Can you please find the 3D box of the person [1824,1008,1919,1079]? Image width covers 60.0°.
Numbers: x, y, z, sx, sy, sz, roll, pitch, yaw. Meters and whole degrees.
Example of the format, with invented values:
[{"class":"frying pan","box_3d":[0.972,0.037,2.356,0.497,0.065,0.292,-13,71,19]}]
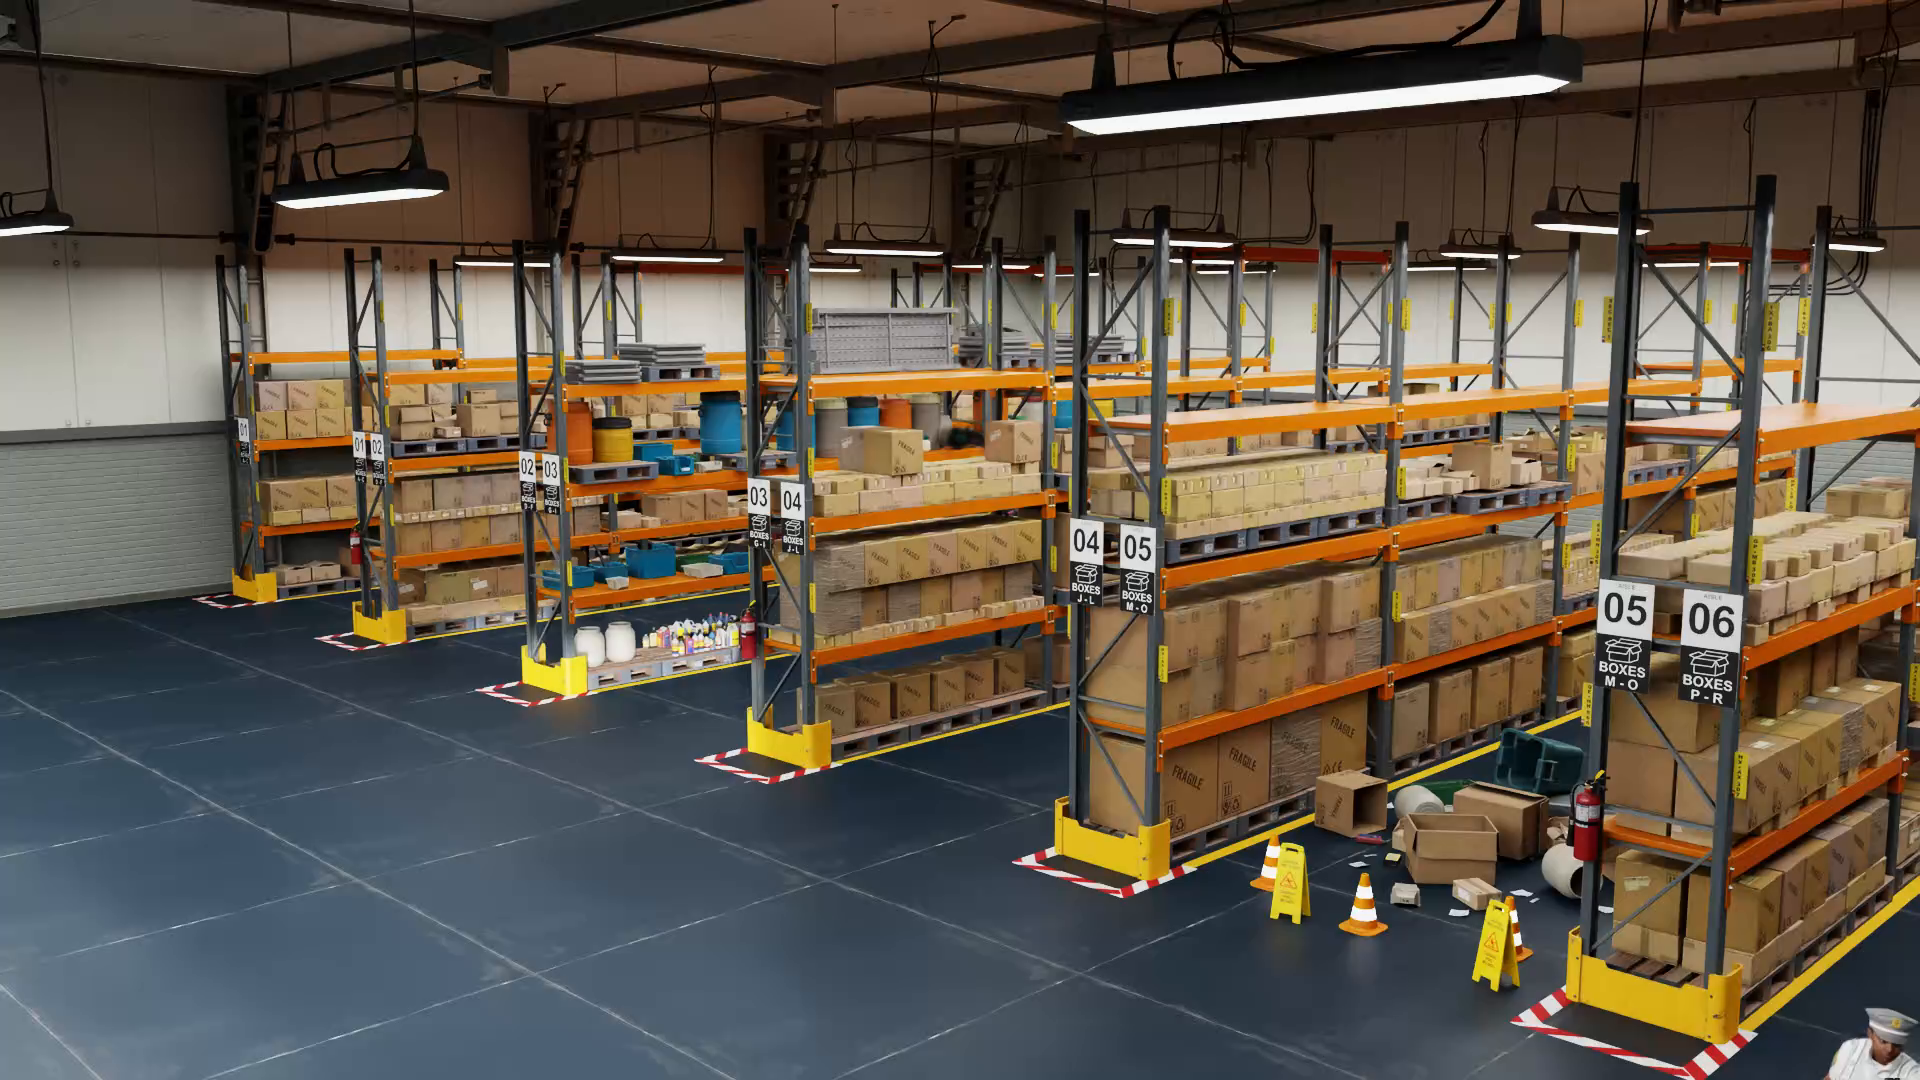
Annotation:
[{"class":"person","box_3d":[4.783,3.141,8.745,0.647,1.614,0.671,7,11,41]}]
